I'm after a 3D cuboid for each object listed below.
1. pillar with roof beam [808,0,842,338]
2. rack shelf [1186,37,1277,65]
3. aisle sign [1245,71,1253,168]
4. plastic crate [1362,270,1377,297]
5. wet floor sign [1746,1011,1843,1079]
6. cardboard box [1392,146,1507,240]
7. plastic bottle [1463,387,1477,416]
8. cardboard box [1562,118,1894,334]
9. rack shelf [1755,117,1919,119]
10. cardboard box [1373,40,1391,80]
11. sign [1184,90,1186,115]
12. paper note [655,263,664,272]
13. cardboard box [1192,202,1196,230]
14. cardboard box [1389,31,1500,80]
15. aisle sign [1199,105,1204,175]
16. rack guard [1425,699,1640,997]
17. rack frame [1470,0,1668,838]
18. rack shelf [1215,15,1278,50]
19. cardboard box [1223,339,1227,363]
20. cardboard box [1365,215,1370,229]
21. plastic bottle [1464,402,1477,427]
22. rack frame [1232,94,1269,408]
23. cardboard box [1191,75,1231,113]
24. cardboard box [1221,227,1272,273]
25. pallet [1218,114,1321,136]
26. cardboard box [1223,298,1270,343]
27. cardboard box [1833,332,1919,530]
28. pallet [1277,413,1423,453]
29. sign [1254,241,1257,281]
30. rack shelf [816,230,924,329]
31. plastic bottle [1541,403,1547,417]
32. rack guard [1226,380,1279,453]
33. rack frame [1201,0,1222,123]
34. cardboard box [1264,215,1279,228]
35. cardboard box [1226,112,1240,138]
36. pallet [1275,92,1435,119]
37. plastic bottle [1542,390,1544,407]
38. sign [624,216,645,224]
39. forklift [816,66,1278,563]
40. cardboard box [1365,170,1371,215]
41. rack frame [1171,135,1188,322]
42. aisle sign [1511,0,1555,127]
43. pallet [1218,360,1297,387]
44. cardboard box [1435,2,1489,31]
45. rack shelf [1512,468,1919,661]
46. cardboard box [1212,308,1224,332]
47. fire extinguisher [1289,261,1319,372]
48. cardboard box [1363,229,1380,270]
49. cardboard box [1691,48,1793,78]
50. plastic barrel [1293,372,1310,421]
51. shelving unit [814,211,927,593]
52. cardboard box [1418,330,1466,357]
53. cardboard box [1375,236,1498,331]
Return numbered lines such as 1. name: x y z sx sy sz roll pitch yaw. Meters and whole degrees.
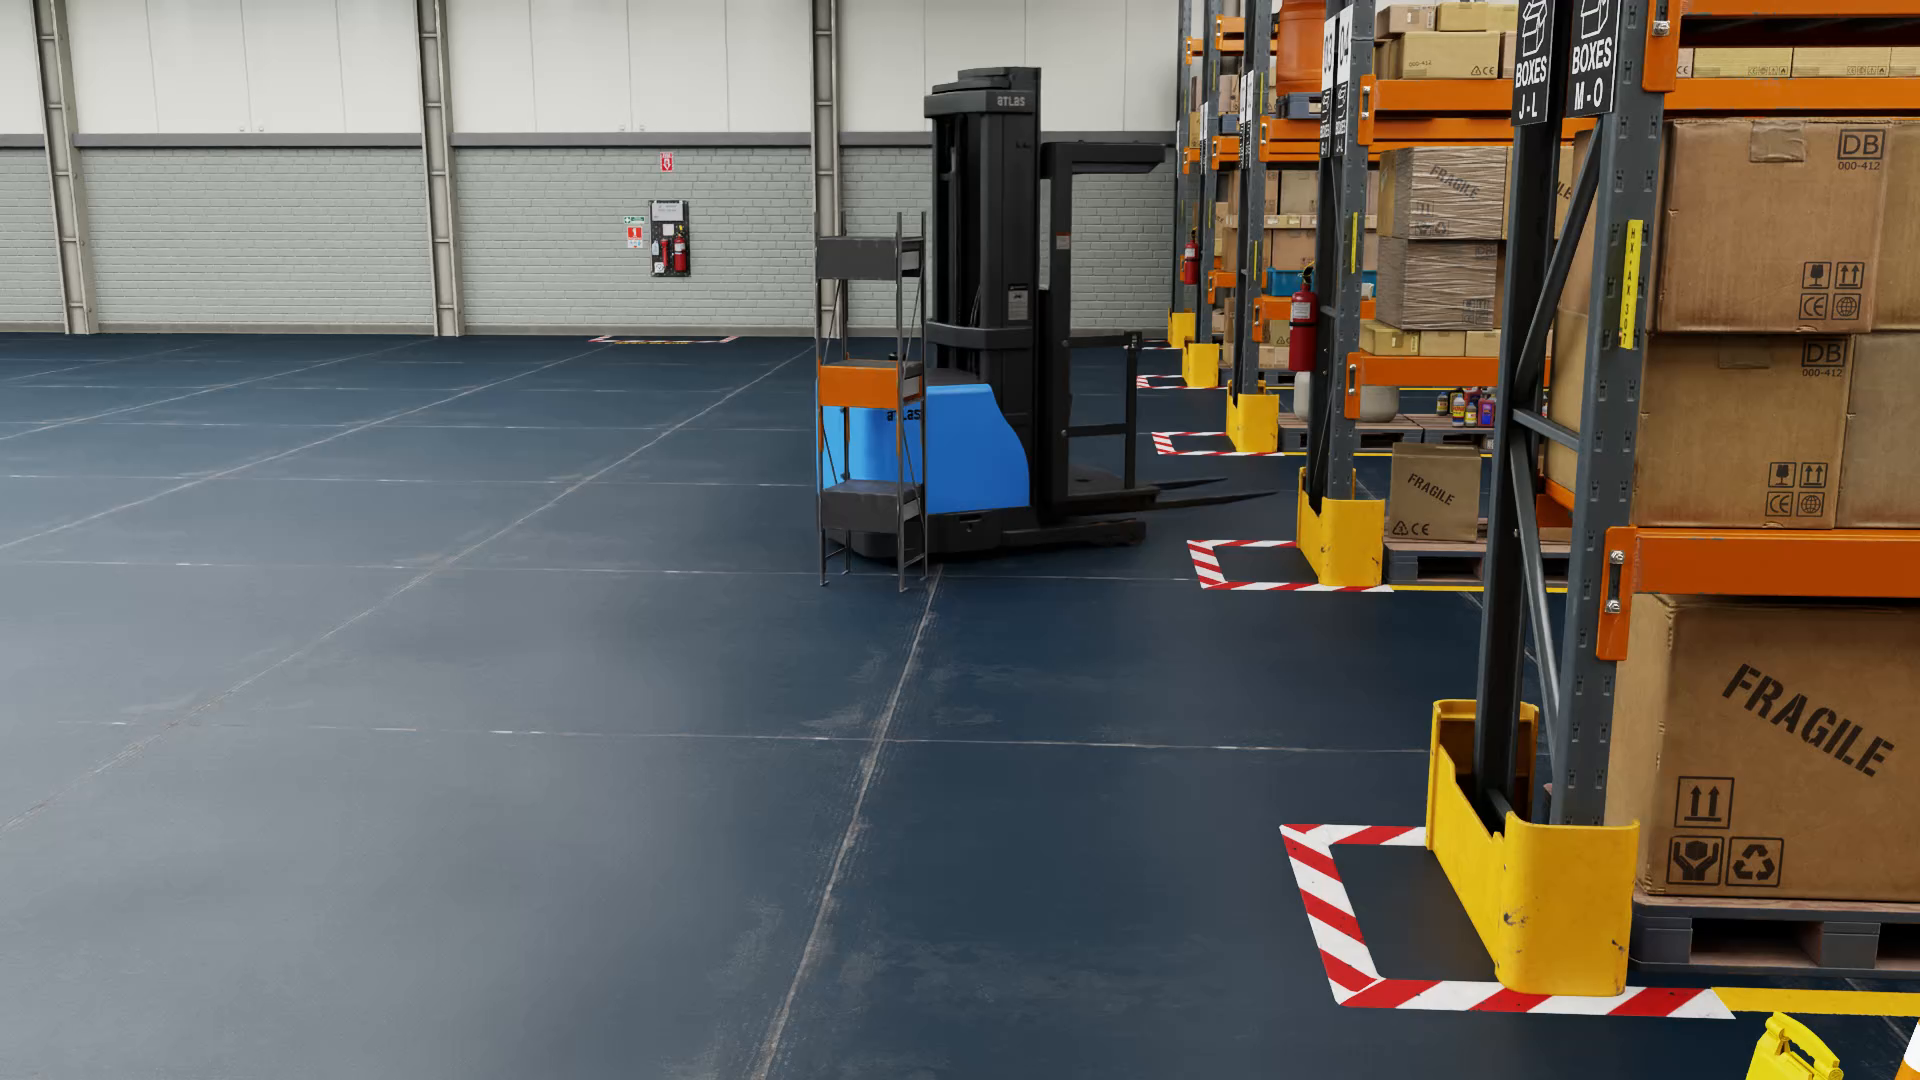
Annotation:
1. pillar with roof beam: -2.323 -6.664 20.646 0.400 9.000 9.100 1 12 4
2. rack shelf: 5.191 -6.913 23.602 4.000 0.370 1.077 1 12 4
3. aisle sign: 2.442 -3.547 14.050 0.004 0.787 0.394 1 12 4
4. plastic crate: 3.700 -2.305 14.824 0.408 0.251 0.499 1 12 4
5. wet floor sign: 1.609 1.247 3.232 0.232 0.644 0.267 -1 12 -6
6. cardboard box: 2.733 -1.942 9.315 0.500 0.500 0.500 1 12 4
7. plastic bottle: 4.645 -1.271 15.096 0.135 0.276 0.152 1 12 4
8. cardboard box: 2.138 -0.899 4.735 0.550 0.550 0.875 1 12 4
9. rack shelf: 8.520 -3.368 13.972 4.000 0.370 1.077 1 12 4
10. cardboard box: 2.701 -2.762 9.685 0.500 0.250 0.500 1 12 5
11. sign: 3.159 -6.143 23.347 0.005 0.325 0.100 1 12 4
12. paper note: -4.670 -4.234 25.833 0.142 0.148 0.016 1 12 4
13. cardboard box: 3.680 -4.698 24.386 0.500 0.500 0.500 1 12 3
14. cardboard box: 2.666 -2.657 9.185 0.500 0.250 0.500 1 12 5
15. aisle sign: 2.822 -4.679 19.460 0.004 0.787 0.394 1 12 4
16. rack guard: 1.746 0.913 5.181 0.348 0.500 1.175 1 12 4
17. rack frame: 1.770 -0.310 4.923 0.127 3.000 1.000 1 12 4
18. rack shelf: 4.864 -5.707 18.805 4.000 0.370 1.077 1 12 4
19. cardboard box: 3.423 -2.258 19.927 0.500 0.250 0.500 1 12 4
20. cardboard box: 4.530 -3.645 19.040 0.250 0.149 0.380 1 12 3
21. plastic bottle: 4.425 -1.089 14.409 0.097 0.201 0.097 0 12 0
22. rack frame: 2.533 -2.334 14.598 0.127 3.000 1.000 1 12 4
23. cardboard box: 3.564 -6.319 23.589 0.500 0.500 0.500 0 12 0
24. cardboard box: 3.333 -3.385 19.382 0.500 0.500 0.700 1 12 4
25. pallet: 3.572 -4.755 19.065 1.213 0.211 1.003 1 12 4
26. cardboard box: 3.423 -2.626 19.852 0.500 0.500 0.500 1 12 4
27. cardboard box: 2.694 -0.384 4.913 0.550 0.550 0.875 1 12 4
28. pallet: 3.423 -0.965 14.866 1.213 0.211 1.003 1 12 4
29. sign: 2.492 -2.357 14.032 0.005 0.325 0.100 1 12 4
30. rack shelf: -0.495 -1.457 9.252 0.480 0.518 0.431 4 13 19
31. plastic bottle: 5.067 -1.080 14.367 0.097 0.201 0.097 0 12 0
32. rack guard: 2.612 -1.119 14.895 0.348 0.500 1.175 1 12 4
33. rack frame: 2.868 -6.282 18.821 0.127 3.000 1.000 1 12 4
34. cardboard box: 3.509 -3.659 19.108 0.250 0.149 0.380 0 12 2
35. cardboard box: 4.046 -5.814 23.618 0.500 0.500 0.500 2 12 8
36. pallet: 3.352 -3.678 14.160 1.213 0.211 1.003 1 12 4
37. plastic bottle: 5.150 -1.235 14.922 0.135 0.276 0.152 1 12 4
38. sign: -5.039 -4.952 25.733 0.331 0.109 0.001 1 12 4
39. forklift: 0.633 -1.475 10.659 3.031 2.935 1.130 -5 13 -24
40. cardboard box: 4.414 -4.007 19.184 0.500 0.500 0.700 1 12 4
41. rack frame: 3.195 -4.357 24.273 0.127 3.000 1.000 1 12 4
42. aisle sign: 1.720 -1.645 4.954 0.004 0.787 0.394 1 12 4
43. pallet: 3.634 -1.979 19.711 1.213 0.211 1.003 1 12 4
44. cardboard box: 2.714 -2.837 9.073 0.250 0.149 0.380 1 12 5
45. rack shelf: 3.766 0.070 4.866 4.000 0.370 1.077 1 12 4
46. cardboard box: 3.880 -3.229 24.370 0.500 0.311 0.500 -1 12 -3
47. fire extinguisher: 2.119 -1.380 10.226 0.183 0.674 0.296 1 12 4
48. cardboard box: 4.878 -3.365 19.283 0.500 0.500 0.700 1 12 5
49. cardboard box: 4.195 -2.638 9.092 0.500 0.250 0.500 1 12 5
50. plastic barrel: 3.195 -1.328 14.841 0.421 0.512 0.421 0 12 0
51. shelving unit: -0.495 -0.785 9.393 0.503 2.100 0.431 4 13 19
52. cardboard box: 2.719 -1.139 9.500 0.250 0.149 0.380 1 12 4
53. cardboard box: 2.749 -1.503 9.657 0.500 0.500 0.875 1 12 4
